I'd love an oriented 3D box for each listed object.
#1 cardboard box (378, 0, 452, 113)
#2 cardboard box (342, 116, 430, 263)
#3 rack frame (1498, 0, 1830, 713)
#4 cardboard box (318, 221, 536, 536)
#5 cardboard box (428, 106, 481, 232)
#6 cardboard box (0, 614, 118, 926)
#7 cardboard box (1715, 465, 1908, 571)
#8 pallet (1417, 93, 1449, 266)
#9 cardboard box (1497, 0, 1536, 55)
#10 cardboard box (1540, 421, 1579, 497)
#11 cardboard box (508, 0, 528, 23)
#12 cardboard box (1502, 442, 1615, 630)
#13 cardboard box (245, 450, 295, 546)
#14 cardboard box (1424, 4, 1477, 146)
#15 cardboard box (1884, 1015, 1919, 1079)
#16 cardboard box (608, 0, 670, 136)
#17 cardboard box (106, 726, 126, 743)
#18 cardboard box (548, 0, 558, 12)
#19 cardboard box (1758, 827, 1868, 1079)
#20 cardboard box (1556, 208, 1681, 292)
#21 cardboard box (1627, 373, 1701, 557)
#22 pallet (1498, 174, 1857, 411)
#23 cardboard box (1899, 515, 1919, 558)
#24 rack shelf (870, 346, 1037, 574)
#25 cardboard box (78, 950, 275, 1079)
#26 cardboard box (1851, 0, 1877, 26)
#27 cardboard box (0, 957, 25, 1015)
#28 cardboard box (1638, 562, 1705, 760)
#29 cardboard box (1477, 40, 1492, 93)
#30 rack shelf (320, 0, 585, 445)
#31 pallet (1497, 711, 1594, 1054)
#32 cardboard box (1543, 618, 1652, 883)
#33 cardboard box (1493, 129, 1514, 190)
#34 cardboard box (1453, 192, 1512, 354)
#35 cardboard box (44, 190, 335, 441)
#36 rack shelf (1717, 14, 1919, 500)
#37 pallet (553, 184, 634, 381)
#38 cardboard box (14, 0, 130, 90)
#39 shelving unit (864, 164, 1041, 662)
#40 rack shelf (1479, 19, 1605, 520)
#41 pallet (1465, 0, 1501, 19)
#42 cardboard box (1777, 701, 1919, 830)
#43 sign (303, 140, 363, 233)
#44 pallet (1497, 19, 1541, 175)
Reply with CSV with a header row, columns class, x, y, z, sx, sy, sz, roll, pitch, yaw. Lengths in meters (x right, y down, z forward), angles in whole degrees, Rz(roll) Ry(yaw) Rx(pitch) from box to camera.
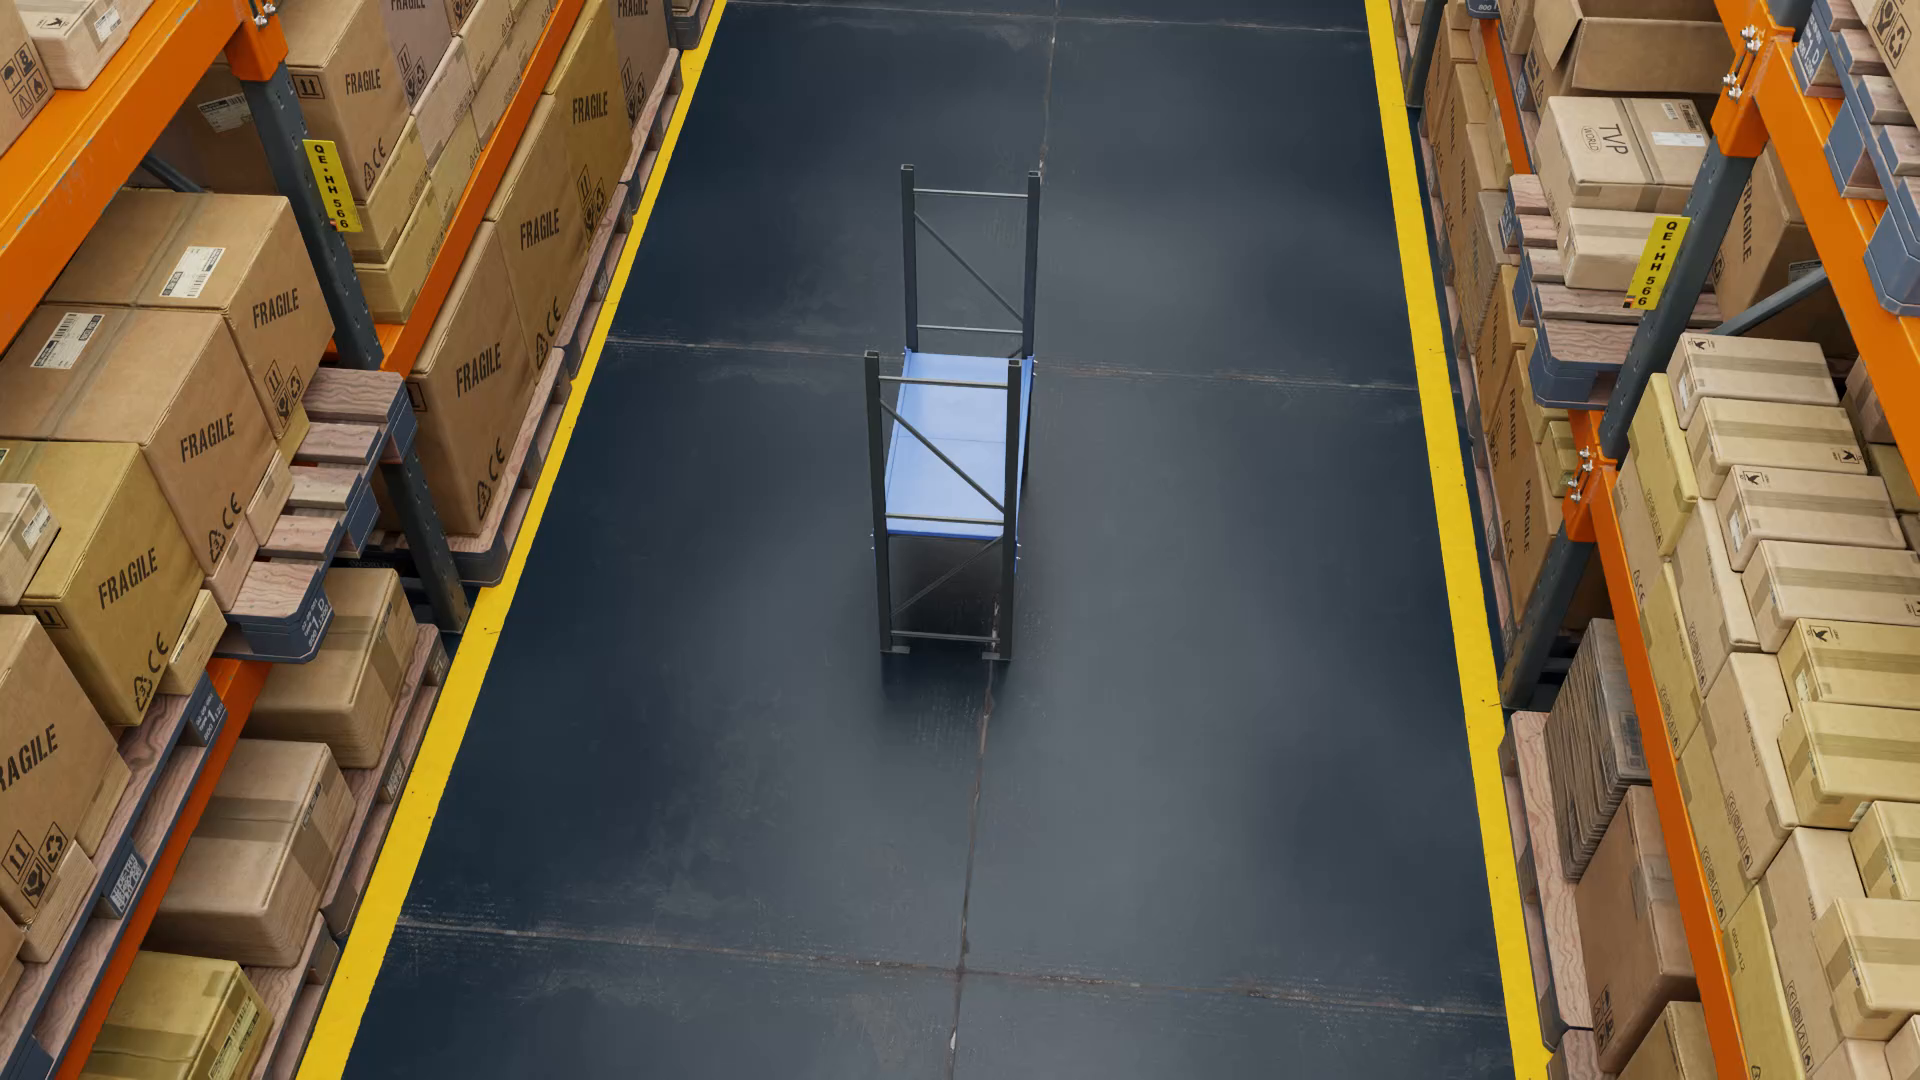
class,x,y,z,sx,sy,sz,roll,pitch,yaw
cardboard box,-2.096,-1.804,5.648,0.500,0.500,0.500,4,48,4
cardboard box,-2.128,-1.196,5.600,0.500,0.250,0.500,4,48,3
rack frame,2.523,-0.391,5.101,1.000,3.000,0.127,4,48,4
cardboard box,-2.274,-0.649,6.492,0.875,0.875,0.875,3,48,3
cardboard box,-2.096,-1.393,6.118,0.500,0.250,0.500,3,48,2
cardboard box,-2.317,0.508,3.725,0.500,0.500,0.500,2,48,2
cardboard box,2.180,-0.042,4.275,0.380,0.149,0.250,5,48,5
pallet,2.851,-1.789,8.269,1.003,0.211,1.213,4,48,4
cardboard box,2.502,-2.208,6.410,0.700,0.500,0.500,4,48,3
cardboard box,2.316,-0.288,5.976,0.380,0.149,0.250,2,48,2
cardboard box,-1.963,-2.313,6.621,0.500,0.250,0.500,5,48,4
cardboard box,2.348,-0.014,6.166,0.500,0.500,0.500,5,48,5
cardboard box,-2.146,-0.132,4.750,0.380,0.149,0.250,4,48,3
cardboard box,2.620,-2.288,8.245,0.500,0.500,0.500,6,48,5
cardboard box,2.056,1.089,3.240,0.380,0.149,0.250,4,48,4
cardboard box,-2.032,-2.625,8.299,0.875,0.875,0.875,5,48,5
cardboard box,-2.337,0.432,4.234,0.380,0.149,0.250,4,48,4
cardboard box,-1.958,-2.520,7.150,0.500,0.250,0.500,3,48,2
cardboard box,2.106,0.929,3.656,0.500,0.250,0.500,4,48,4
cardboard box,2.201,-0.956,5.504,0.380,0.149,0.250,5,48,4
cardboard box,2.215,-0.201,4.690,0.500,0.250,0.500,4,48,3
pallet,2.515,-0.829,5.631,1.213,0.211,1.003,4,48,4
cardboard box,2.714,0.216,4.309,0.500,0.250,0.500,4,48,4
rack shelf,-0.008,-0.322,6.298,0.538,0.185,1.000,4,48,4
cardboard box,-2.616,1.537,4.833,0.950,0.372,0.625,5,48,5
cardboard box,2.189,-1.264,3.673,0.380,0.166,0.250,4,48,3
cardboard box,-2.349,1.011,3.704,0.380,0.149,0.250,4,48,4
cardboard box,2.189,0.339,4.535,0.500,0.250,0.500,3,48,3
cardboard box,2.630,-2.204,7.728,0.380,0.149,0.250,2,48,2
rack shelf,-2.238,-1.949,7.013,1.077,0.370,4.000,4,48,4
pallet,2.409,1.152,5.579,1.003,0.211,1.213,4,48,4
cardboard box,2.453,0.726,5.404,0.875,0.625,0.625,5,48,5
cardboard box,2.534,-1.638,7.211,0.380,0.149,0.250,5,48,5
cardboard box,2.478,-1.149,7.203,0.500,0.500,0.500,2,48,2
cardboard box,-2.185,-0.645,4.779,0.500,0.500,0.500,3,48,2
rack shelf,2.341,0.309,2.915,1.077,0.370,4.000,4,48,4
pallet,-2.159,-1.249,7.775,1.003,0.211,1.213,4,48,4
cardboard box,-2.254,-1.221,3.997,0.380,0.149,0.250,4,48,4
shelving unit,-0.008,-0.443,6.165,0.538,1.500,1.048,4,48,4
rack shelf,2.706,-1.618,6.710,1.077,0.370,4.000,4,48,4
pallet,2.706,-2.686,7.330,1.003,0.211,1.213,4,48,4
cardboard box,2.094,0.520,3.760,0.380,0.149,0.250,5,48,4
sign,-1.879,-1.057,4.978,0.100,0.325,0.005,4,48,4
pallet,2.696,-1.756,6.479,1.003,0.211,1.213,4,48,4
